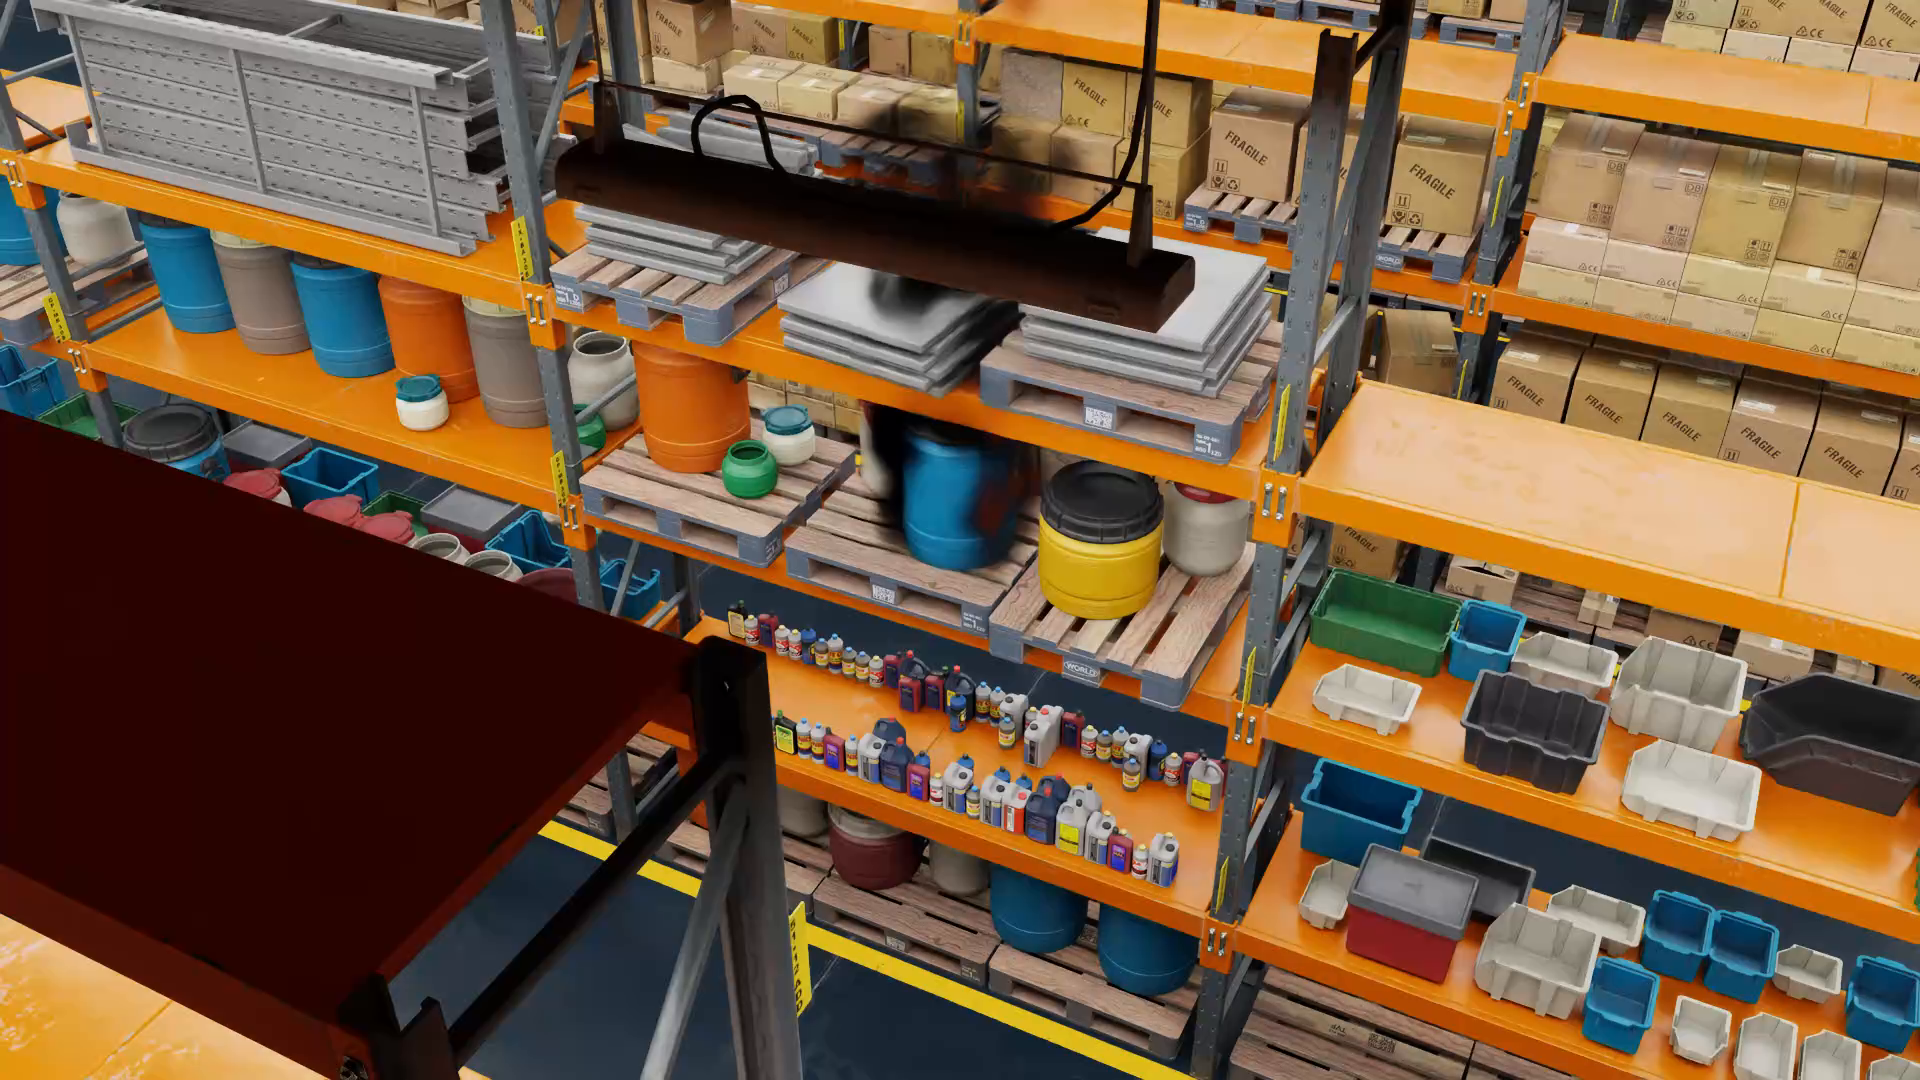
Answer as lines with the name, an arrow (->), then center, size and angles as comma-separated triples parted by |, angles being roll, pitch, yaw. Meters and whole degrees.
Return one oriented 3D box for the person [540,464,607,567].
person -> -2.893, -0.114, 12.582 | 0.510, 1.669, 0.662 | 18, 39, 24
